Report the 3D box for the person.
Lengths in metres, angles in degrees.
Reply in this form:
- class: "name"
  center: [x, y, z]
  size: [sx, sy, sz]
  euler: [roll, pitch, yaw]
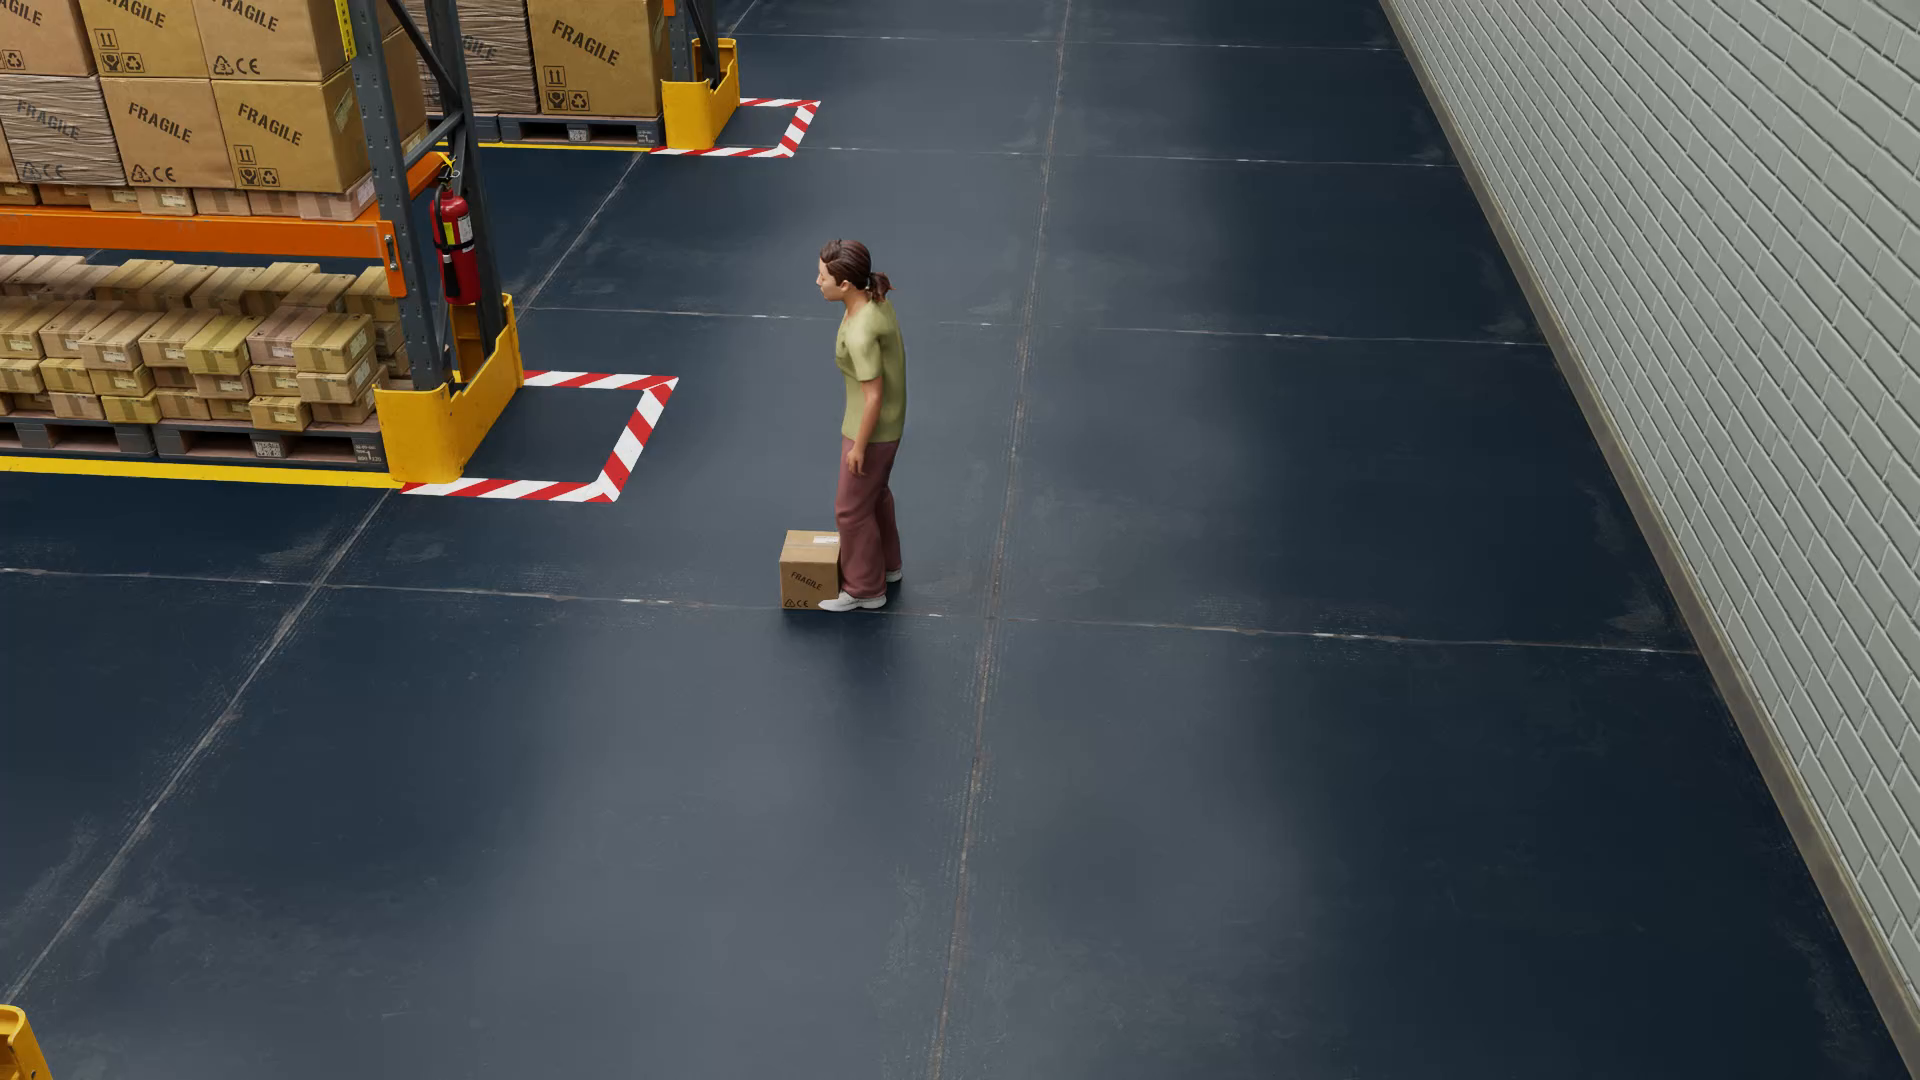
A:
- class: "person"
  center: [-0.422, -0.461, 6.874]
  size: [0.407, 1.673, 0.517]
  euler: [1, 32, 2]
